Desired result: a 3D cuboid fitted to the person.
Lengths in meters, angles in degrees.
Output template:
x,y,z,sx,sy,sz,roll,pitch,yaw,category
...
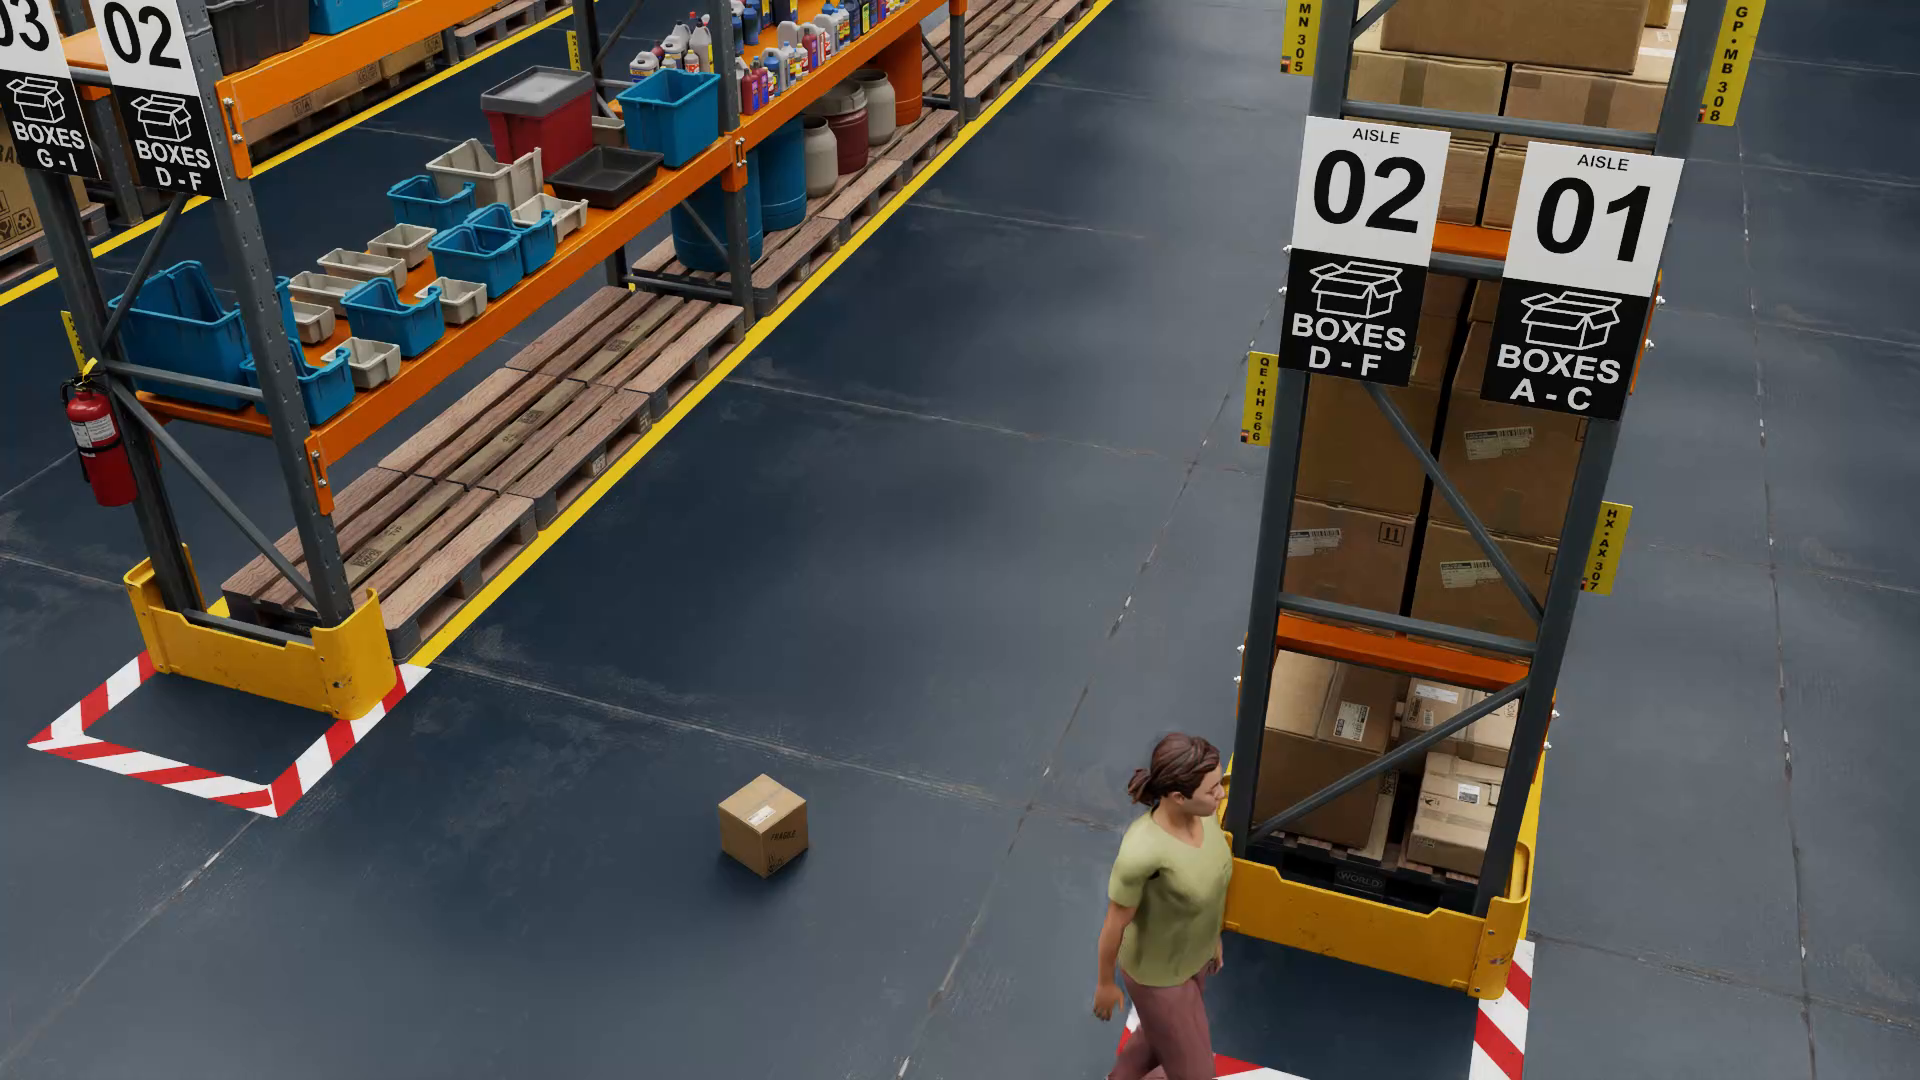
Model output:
x,y,z,sx,sy,sz,roll,pitch,yaw,category
0.667,1.317,5.125,0.472,1.680,0.511,24,40,32,person
